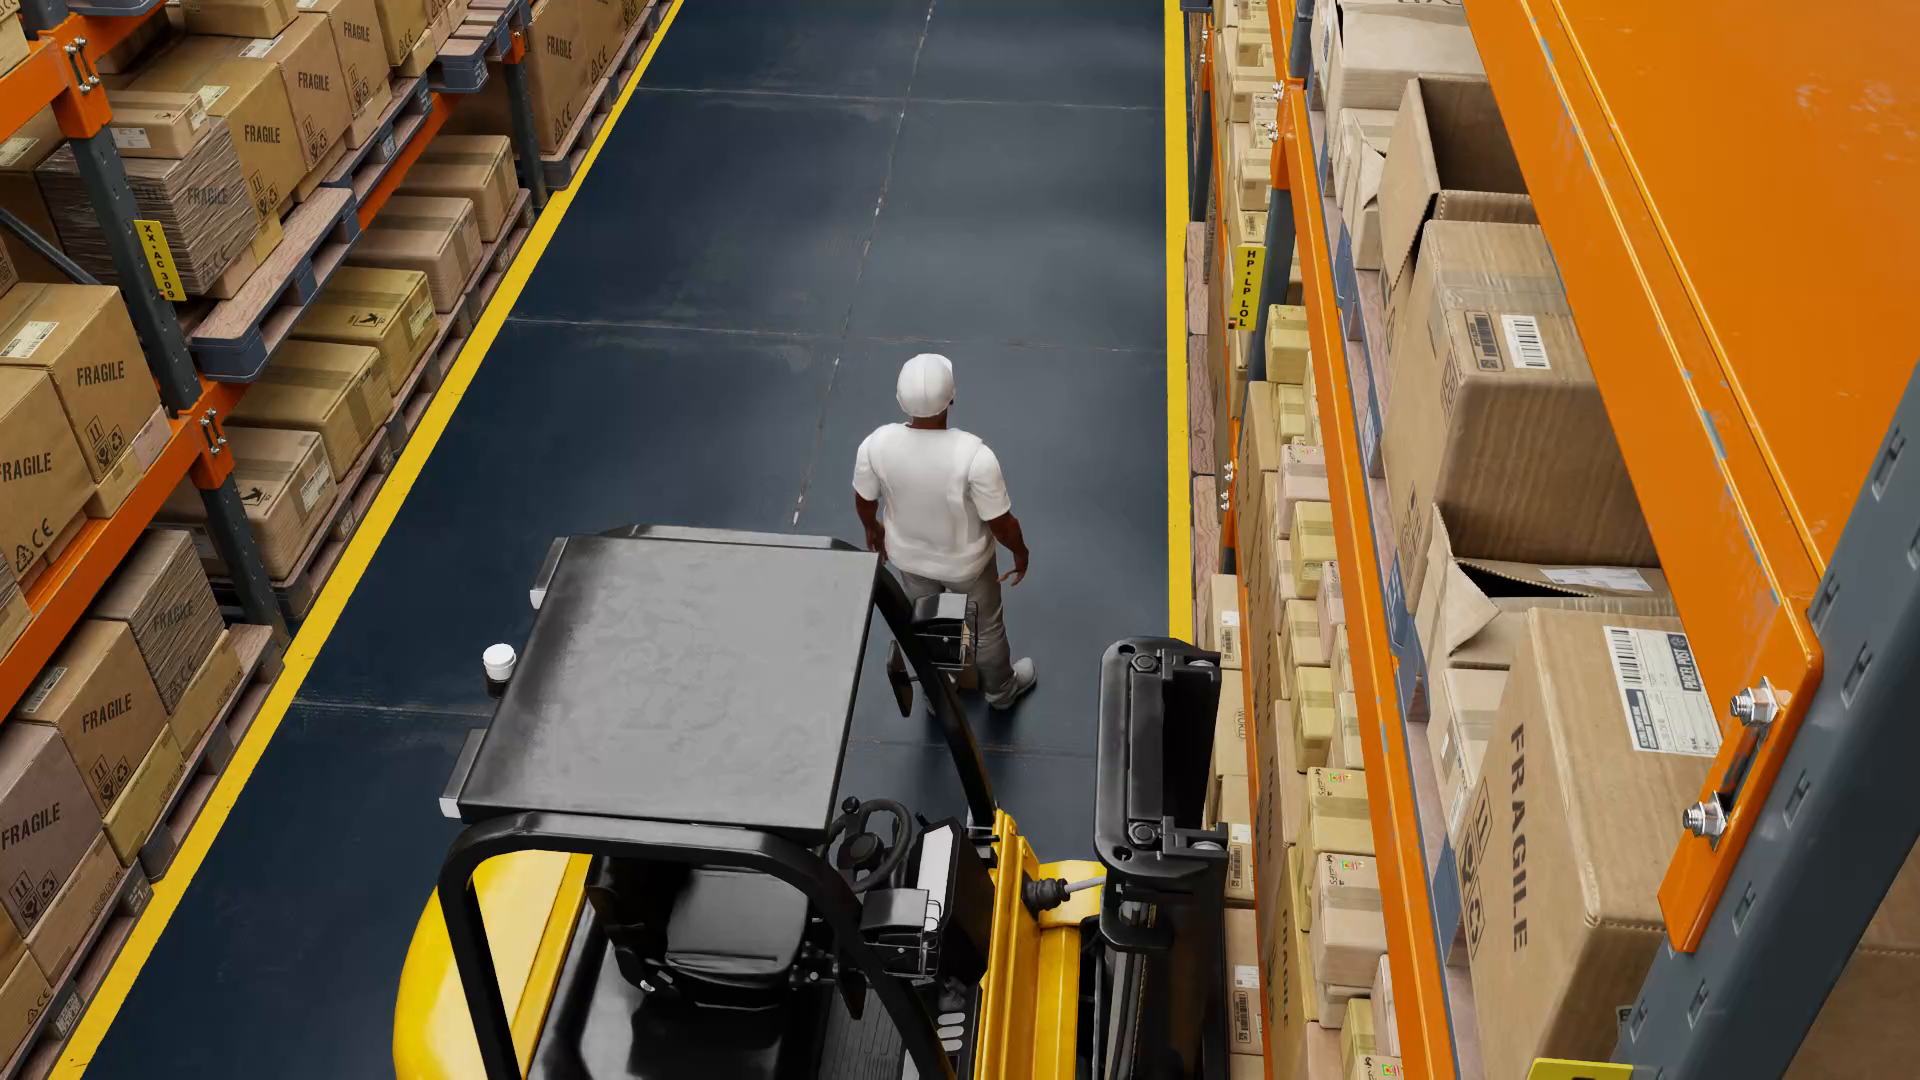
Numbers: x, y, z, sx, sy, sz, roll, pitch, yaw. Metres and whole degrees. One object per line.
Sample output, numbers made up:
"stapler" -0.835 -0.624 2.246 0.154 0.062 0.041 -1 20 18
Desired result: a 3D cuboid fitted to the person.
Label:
"person" -0.044 -0.016 6.436 0.665 1.769 0.574 12 41 14
